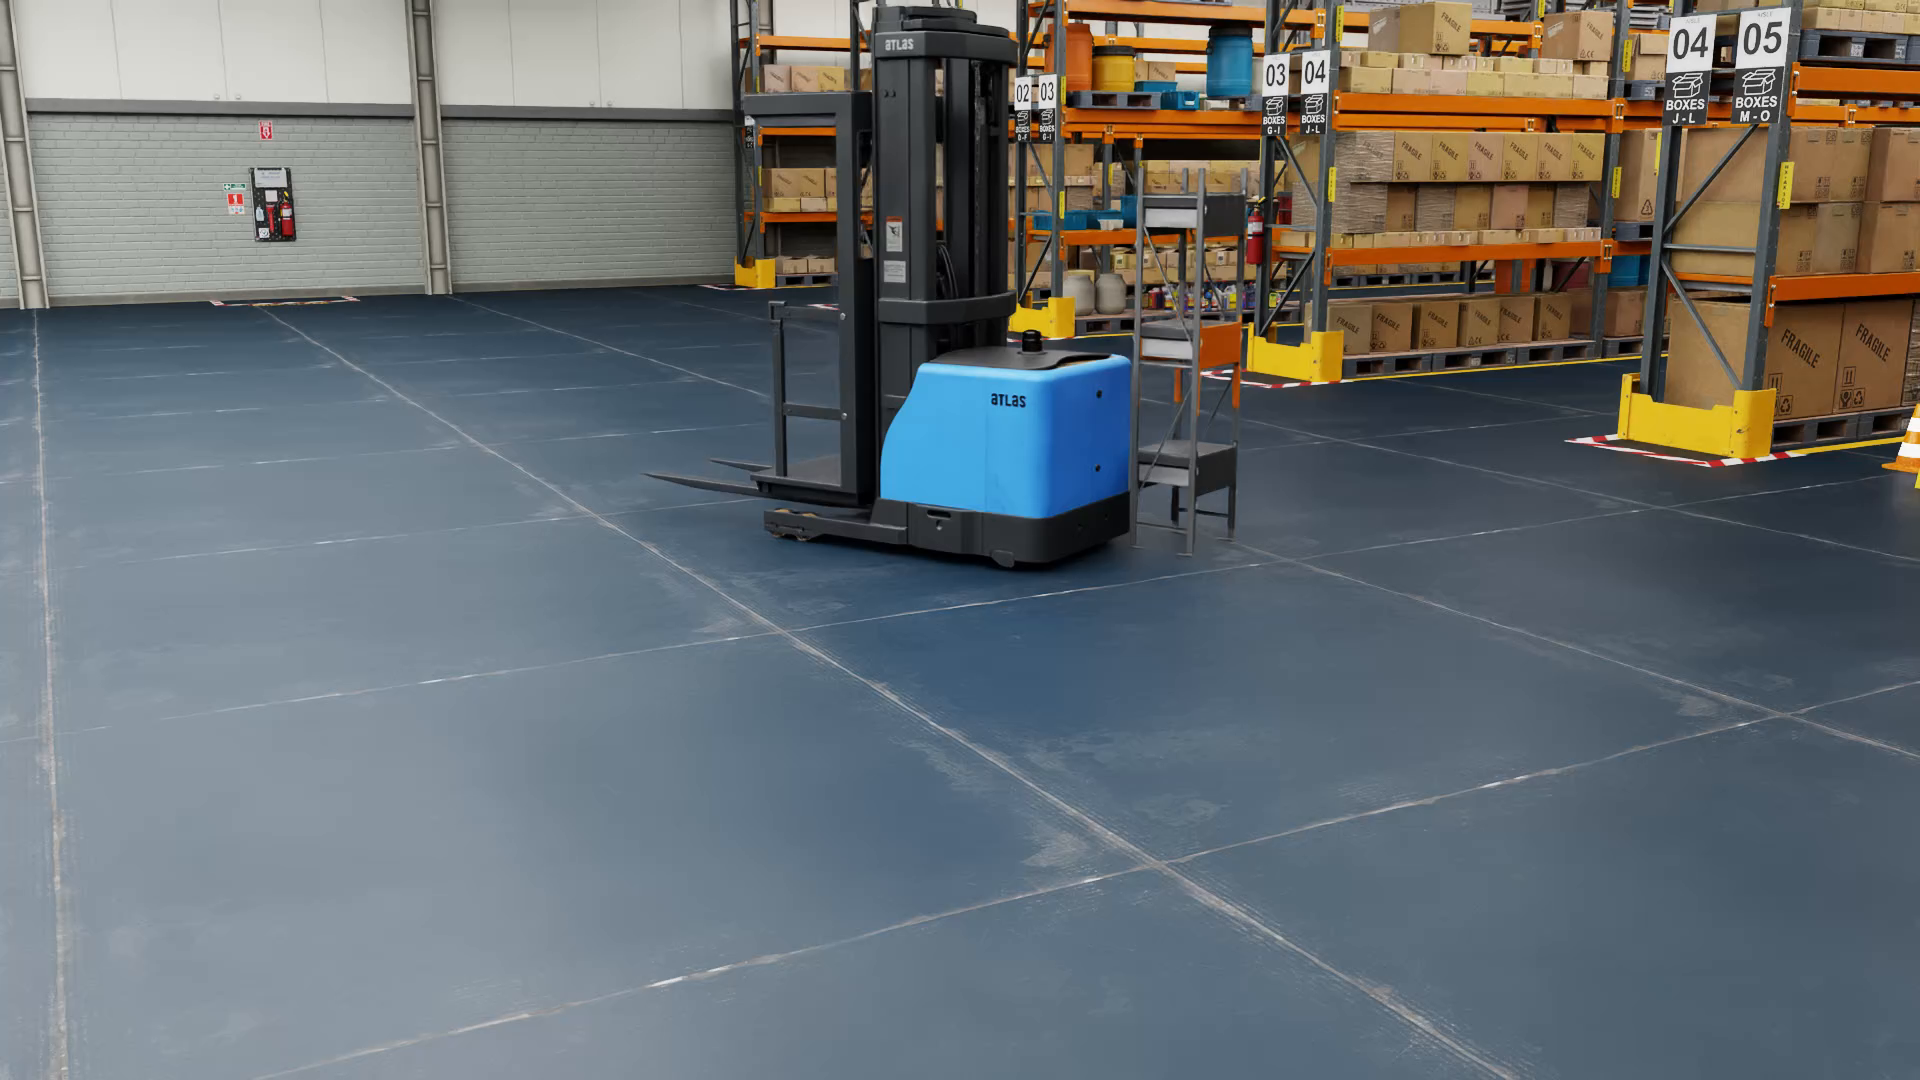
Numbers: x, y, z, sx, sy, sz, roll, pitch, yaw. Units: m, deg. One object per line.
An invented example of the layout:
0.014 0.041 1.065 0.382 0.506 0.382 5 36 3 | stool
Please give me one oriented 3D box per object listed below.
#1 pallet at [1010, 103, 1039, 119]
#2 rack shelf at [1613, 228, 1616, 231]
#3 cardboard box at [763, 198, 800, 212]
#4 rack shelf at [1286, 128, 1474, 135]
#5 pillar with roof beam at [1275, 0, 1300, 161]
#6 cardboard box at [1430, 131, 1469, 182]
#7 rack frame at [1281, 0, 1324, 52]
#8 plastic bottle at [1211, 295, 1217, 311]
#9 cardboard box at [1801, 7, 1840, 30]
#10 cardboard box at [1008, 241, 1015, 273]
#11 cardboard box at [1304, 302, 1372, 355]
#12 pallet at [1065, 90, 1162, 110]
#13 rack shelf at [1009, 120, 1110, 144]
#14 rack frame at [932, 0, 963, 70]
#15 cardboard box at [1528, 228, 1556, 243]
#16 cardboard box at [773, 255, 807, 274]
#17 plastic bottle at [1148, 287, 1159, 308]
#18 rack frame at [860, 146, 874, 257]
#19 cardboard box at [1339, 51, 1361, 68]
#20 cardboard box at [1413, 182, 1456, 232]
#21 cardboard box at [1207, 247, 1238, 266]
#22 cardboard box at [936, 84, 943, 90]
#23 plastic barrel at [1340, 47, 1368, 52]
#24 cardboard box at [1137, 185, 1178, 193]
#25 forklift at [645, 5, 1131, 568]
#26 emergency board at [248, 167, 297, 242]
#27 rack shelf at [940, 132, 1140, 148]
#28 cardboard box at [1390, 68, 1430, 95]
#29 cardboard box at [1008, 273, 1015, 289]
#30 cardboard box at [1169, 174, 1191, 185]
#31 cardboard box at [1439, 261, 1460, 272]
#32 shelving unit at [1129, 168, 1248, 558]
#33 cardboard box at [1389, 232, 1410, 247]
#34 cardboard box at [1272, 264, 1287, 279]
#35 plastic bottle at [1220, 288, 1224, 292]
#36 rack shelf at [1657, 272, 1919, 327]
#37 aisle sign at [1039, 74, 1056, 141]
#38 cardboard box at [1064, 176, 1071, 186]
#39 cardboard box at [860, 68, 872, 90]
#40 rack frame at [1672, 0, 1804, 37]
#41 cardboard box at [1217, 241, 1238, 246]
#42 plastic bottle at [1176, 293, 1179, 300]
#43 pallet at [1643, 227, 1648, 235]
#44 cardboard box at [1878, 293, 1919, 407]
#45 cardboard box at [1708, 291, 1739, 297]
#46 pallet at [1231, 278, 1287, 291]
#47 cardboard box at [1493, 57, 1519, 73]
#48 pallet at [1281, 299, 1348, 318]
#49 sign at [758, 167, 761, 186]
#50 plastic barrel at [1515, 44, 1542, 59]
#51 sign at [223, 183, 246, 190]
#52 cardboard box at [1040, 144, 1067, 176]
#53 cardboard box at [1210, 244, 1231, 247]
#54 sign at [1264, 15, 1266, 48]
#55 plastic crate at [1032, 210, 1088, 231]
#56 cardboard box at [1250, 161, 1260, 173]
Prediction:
1.403 -6.812 26.417 1.213 0.211 1.003 -7 14 -28 | pallet
9.775 -4.812 25.798 4.000 0.370 1.077 -7 14 -28 | rack shelf
-3.168 -5.947 29.499 0.500 0.250 0.500 -7 15 -29 | cardboard box
7.405 -7.230 29.712 4.000 0.370 1.077 -7 14 -28 | rack shelf
9.047 -9.620 31.860 0.400 9.000 9.100 -7 14 -28 | pillar with roof beam
4.865 -3.948 17.136 0.500 0.500 0.500 -7 14 -28 | cardboard box
4.509 -7.459 22.256 0.127 3.000 1.000 -7 14 -28 | rack frame
3.395 -3.170 22.234 0.097 0.201 0.097 0 13 0 | plastic bottle
6.114 -3.759 12.036 0.250 0.149 0.380 -7 14 -27 | cardboard box
0.523 -4.466 26.220 0.500 0.500 0.500 -7 14 -28 | cardboard box
3.927 -2.204 17.309 0.500 0.500 0.500 -4 13 -17 | cardboard box
1.771 -5.550 21.039 1.213 0.211 1.003 -7 14 -28 | pallet
0.383 -6.389 25.972 4.000 0.370 1.077 -7 14 -28 | rack shelf
-0.238 -9.368 30.739 0.127 3.000 1.000 -7 14 -28 | rack frame
6.196 -3.289 17.962 0.250 0.149 0.380 -7 14 -28 | cardboard box
-3.098 -4.979 30.021 0.500 0.311 0.500 -9 15 -34 | cardboard box
2.634 -3.296 22.624 0.135 0.276 0.152 -7 14 -27 | plastic bottle
-1.372 -5.066 25.288 0.127 3.000 1.000 -7 14 -28 | rack frame
3.724 -4.726 16.377 0.250 0.149 0.380 -7 14 -28 | cardboard box
4.708 -3.523 17.526 0.500 0.500 0.875 -7 14 -28 | cardboard box
4.411 -4.834 28.284 0.500 0.311 0.500 -7 14 -28 | cardboard box
-0.488 -6.901 25.678 0.500 0.250 0.500 -7 14 -28 | cardboard box
5.425 -6.404 23.259 0.600 0.901 0.600 0 13 0 | plastic barrel
3.283 -5.669 27.738 0.500 0.500 0.500 -6 14 -24 | cardboard box
-0.537 -1.508 9.633 3.031 2.935 1.130 8 15 32 | forklift
-11.003 -5.377 26.669 0.643 1.169 0.194 -7 14 -28 | emergency board
1.518 -7.764 32.082 4.000 0.370 1.077 -7 14 -28 | rack shelf
4.368 -4.603 16.741 0.500 0.250 0.500 -7 15 -29 | cardboard box
0.523 -4.100 26.304 0.500 0.250 0.500 -7 14 -28 | cardboard box
4.286 -7.121 33.467 0.500 0.500 0.500 -6 14 -26 | cardboard box
8.865 -5.216 30.647 0.500 0.500 0.500 -7 14 -28 | cardboard box
1.268 -0.997 9.257 0.431 2.100 0.503 9 16 35 | shelving unit
4.400 -3.094 17.099 0.250 0.149 0.380 -7 14 -28 | cardboard box
5.305 -4.669 28.829 0.500 0.250 0.500 -6 14 -27 | cardboard box
3.558 -3.261 22.452 0.133 0.283 0.061 -7 14 -28 | plastic bottle
7.415 -2.049 13.523 4.000 0.370 1.077 -7 14 -28 | rack shelf
1.075 -5.315 20.475 0.004 0.787 0.394 -7 14 -28 | aisle sign
1.556 -5.729 26.527 0.250 0.149 0.380 -7 15 -30 | cardboard box
-1.477 -8.229 29.961 0.500 0.500 0.500 -7 15 -30 | cardboard box
5.659 -5.117 11.850 0.127 3.000 1.000 -7 14 -28 | rack frame
5.497 -6.251 34.494 0.750 0.750 0.750 -6 14 -26 | cardboard box
2.996 -3.274 22.694 0.097 0.201 0.097 0 13 0 | plastic bottle
8.675 -3.688 19.604 1.213 0.211 1.003 -7 14 -28 | pallet
7.795 -1.631 13.907 0.875 0.875 0.875 -7 14 -27 | cardboard box
8.840 -2.797 19.898 0.500 0.500 0.700 -6 14 -23 | cardboard box
4.909 -4.468 28.982 1.213 0.211 1.003 -7 14 -28 | pallet
5.581 -4.933 17.297 0.250 0.149 0.380 -6 14 -25 | cardboard box
5.180 -3.262 23.621 1.213 0.211 1.003 -7 14 -28 | pallet
-3.489 -6.338 28.969 0.005 0.325 0.100 -7 14 -28 | sign
8.520 -6.890 24.624 0.708 0.830 0.600 -7 14 -28 | plastic barrel
-11.529 -5.613 26.431 0.331 0.109 0.001 -7 14 -28 | sign
1.310 -6.067 26.554 0.500 0.500 0.700 -7 14 -28 | cardboard box
4.592 -4.989 28.976 0.500 0.311 0.500 -7 15 -29 | cardboard box
3.123 -5.161 16.861 0.005 0.325 0.100 -7 14 -28 | sign
1.294 -4.149 21.551 0.616 0.251 0.499 -7 14 -28 | plastic crate
6.043 -7.702 34.341 0.500 0.250 0.500 -6 14 -27 | cardboard box
